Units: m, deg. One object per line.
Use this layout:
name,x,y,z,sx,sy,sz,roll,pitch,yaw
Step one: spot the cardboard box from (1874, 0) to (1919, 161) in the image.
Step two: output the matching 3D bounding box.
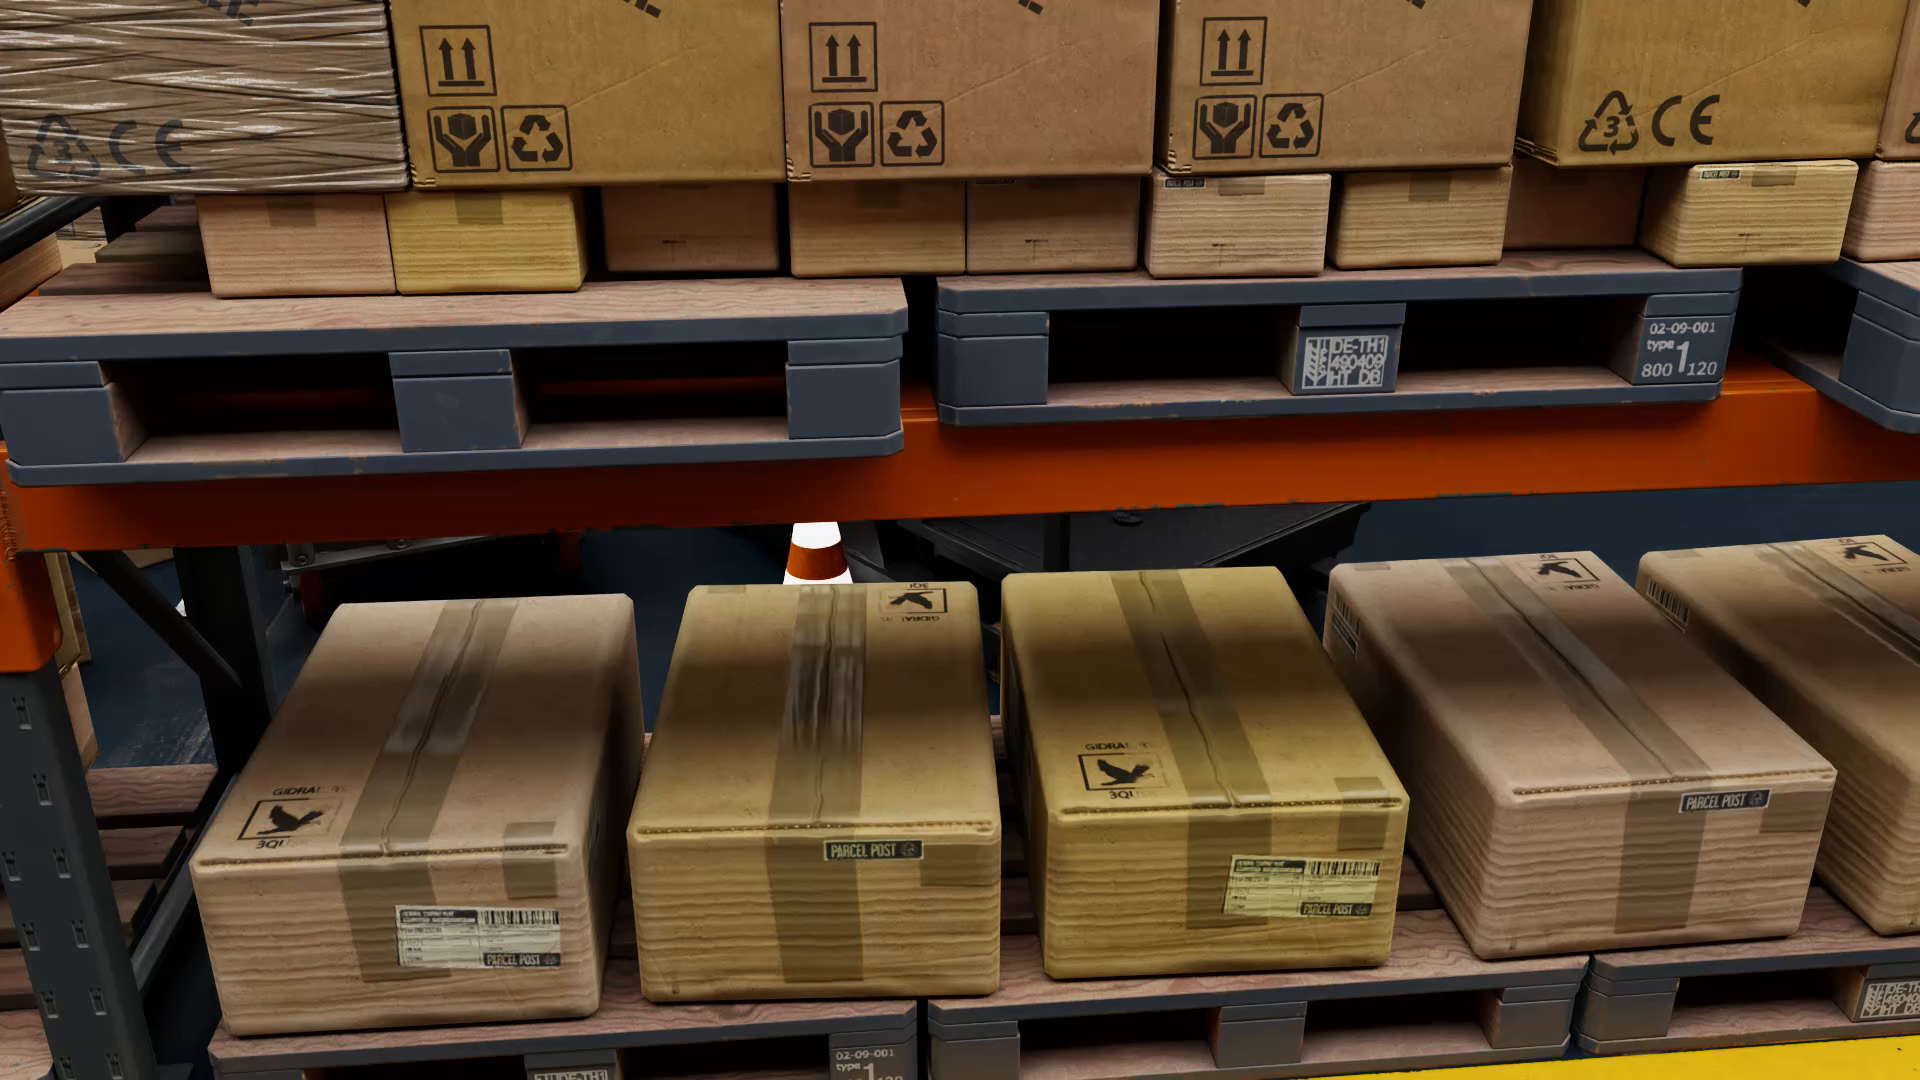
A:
cardboard box,1.546,-0.885,2.541,0.500,0.500,0.500,-3,24,-6

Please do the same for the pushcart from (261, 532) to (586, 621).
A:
pushcart,-1.770,-0.228,5.299,0.936,0.377,1.648,-11,26,-23

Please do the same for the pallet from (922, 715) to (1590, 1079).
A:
pallet,0.496,0.685,3.448,1.213,0.211,1.003,-2,24,-5

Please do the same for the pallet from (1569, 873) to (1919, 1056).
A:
pallet,1.707,0.638,3.555,1.213,0.211,1.003,-2,24,-5

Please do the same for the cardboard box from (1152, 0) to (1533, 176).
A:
cardboard box,0.501,-0.843,2.446,0.500,0.500,0.500,-3,24,-7

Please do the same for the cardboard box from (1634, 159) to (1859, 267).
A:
cardboard box,1.152,-0.544,2.573,0.250,0.149,0.380,-2,24,-4

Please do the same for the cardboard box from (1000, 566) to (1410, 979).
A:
cardboard box,0.433,0.421,3.327,0.625,0.372,0.950,-2,24,-3

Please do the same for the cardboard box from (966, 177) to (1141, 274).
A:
cardboard box,0.115,-0.530,2.541,0.250,0.149,0.380,-2,24,-5

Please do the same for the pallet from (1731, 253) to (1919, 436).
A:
pallet,1.786,-0.508,2.935,1.003,0.211,1.213,-2,24,-5

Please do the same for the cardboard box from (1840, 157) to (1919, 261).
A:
cardboard box,1.424,-0.561,2.611,0.250,0.149,0.380,-3,24,-8

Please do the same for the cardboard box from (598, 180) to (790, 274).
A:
cardboard box,-0.391,-0.527,2.535,0.250,0.149,0.380,-1,24,-2

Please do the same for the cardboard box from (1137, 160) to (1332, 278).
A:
cardboard box,0.385,-0.519,2.518,0.250,0.149,0.380,-1,24,-3

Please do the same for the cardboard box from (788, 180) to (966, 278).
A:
cardboard box,-0.131,-0.521,2.520,0.250,0.149,0.380,-2,24,-4

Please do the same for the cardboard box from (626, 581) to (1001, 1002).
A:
cardboard box,-0.259,0.450,3.263,0.625,0.372,0.950,-1,24,-2

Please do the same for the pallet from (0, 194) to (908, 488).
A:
pallet,-0.721,-0.391,2.673,1.213,0.211,1.003,-2,24,-5

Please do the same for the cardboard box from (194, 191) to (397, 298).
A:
cardboard box,-0.915,-0.479,2.426,0.250,0.149,0.380,-2,24,-4

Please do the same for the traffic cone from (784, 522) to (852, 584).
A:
traffic cone,-0.400,0.037,4.598,0.334,0.463,0.336,-2,24,-5

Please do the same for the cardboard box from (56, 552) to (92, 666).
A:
cardboard box,-2.696,0.127,4.346,0.500,0.500,0.500,16,28,31

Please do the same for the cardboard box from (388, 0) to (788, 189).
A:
cardboard box,-0.503,-0.804,2.359,0.500,0.500,0.500,-2,24,-5

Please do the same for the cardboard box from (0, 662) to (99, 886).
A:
cardboard box,-2.110,0.472,3.363,0.500,0.250,0.500,-3,24,-8

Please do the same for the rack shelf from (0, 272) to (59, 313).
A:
rack shelf,-3.486,-0.099,2.664,4.000,0.370,1.077,-2,24,-5

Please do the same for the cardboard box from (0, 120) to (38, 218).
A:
cardboard box,-1.961,-0.784,2.831,0.500,0.500,0.500,-2,24,-5

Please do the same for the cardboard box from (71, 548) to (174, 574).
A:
cardboard box,-2.518,-0.093,5.132,0.258,0.266,0.396,22,32,40

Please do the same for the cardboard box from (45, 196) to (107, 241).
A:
cardboard box,-3.612,-1.690,7.459,0.875,0.875,0.875,-2,24,-5

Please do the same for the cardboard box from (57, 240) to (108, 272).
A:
cardboard box,-3.527,-0.886,6.625,0.500,0.500,0.500,2,24,4

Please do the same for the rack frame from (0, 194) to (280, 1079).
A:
rack frame,-1.496,-0.507,2.698,0.127,3.000,1.000,-2,24,-5

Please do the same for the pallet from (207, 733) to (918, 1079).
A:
pallet,-0.721,0.735,3.335,1.213,0.211,1.003,-2,24,-5

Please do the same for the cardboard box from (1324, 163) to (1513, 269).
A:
cardboard box,0.647,-0.542,2.568,0.250,0.149,0.380,-3,24,-7

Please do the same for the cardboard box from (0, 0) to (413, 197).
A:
cardboard box,-1.001,-0.783,2.313,0.500,0.500,0.500,-2,24,-4

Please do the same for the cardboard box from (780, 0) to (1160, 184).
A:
cardboard box,-0.009,-0.818,2.391,0.500,0.500,0.500,-2,24,-5

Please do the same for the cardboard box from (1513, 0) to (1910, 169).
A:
cardboard box,1.044,-0.864,2.495,0.500,0.500,0.500,-4,24,-9

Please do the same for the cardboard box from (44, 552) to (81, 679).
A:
cardboard box,-2.110,0.129,3.211,0.500,0.500,0.500,-1,24,-3

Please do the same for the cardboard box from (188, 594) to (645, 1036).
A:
cardboard box,-0.974,0.480,3.196,0.625,0.372,0.950,-2,24,-4

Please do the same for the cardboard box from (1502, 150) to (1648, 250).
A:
cardboard box,0.889,-0.585,2.665,0.250,0.149,0.380,-2,24,-5

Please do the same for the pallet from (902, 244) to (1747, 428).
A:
pallet,0.519,-0.484,2.881,1.213,0.211,1.003,-2,24,-5

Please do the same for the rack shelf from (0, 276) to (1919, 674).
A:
rack shelf,0.494,-0.258,3.023,4.000,0.370,1.077,-2,24,-5

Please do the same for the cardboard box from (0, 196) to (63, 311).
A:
cardboard box,-1.841,-0.509,3.012,0.250,0.149,0.380,-2,24,-5

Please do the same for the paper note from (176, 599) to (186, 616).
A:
paper note,-2.191,0.181,4.805,0.142,0.019,0.148,-2,24,-5

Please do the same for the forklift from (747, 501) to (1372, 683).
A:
forklift,0.439,-1.134,4.193,1.130,2.935,3.031,-19,30,-37

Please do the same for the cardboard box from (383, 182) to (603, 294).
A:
cardboard box,-0.665,-0.485,2.440,0.250,0.149,0.380,-2,24,-4

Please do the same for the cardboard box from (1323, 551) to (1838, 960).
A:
cardboard box,1.188,0.393,3.390,0.625,0.372,0.950,-3,24,-6

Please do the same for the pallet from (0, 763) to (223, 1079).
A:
pallet,-2.161,0.808,3.172,1.213,0.211,1.003,-2,24,-5

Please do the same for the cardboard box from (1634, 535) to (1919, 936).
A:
cardboard box,1.921,0.361,3.464,0.625,0.372,0.950,-4,24,-9
